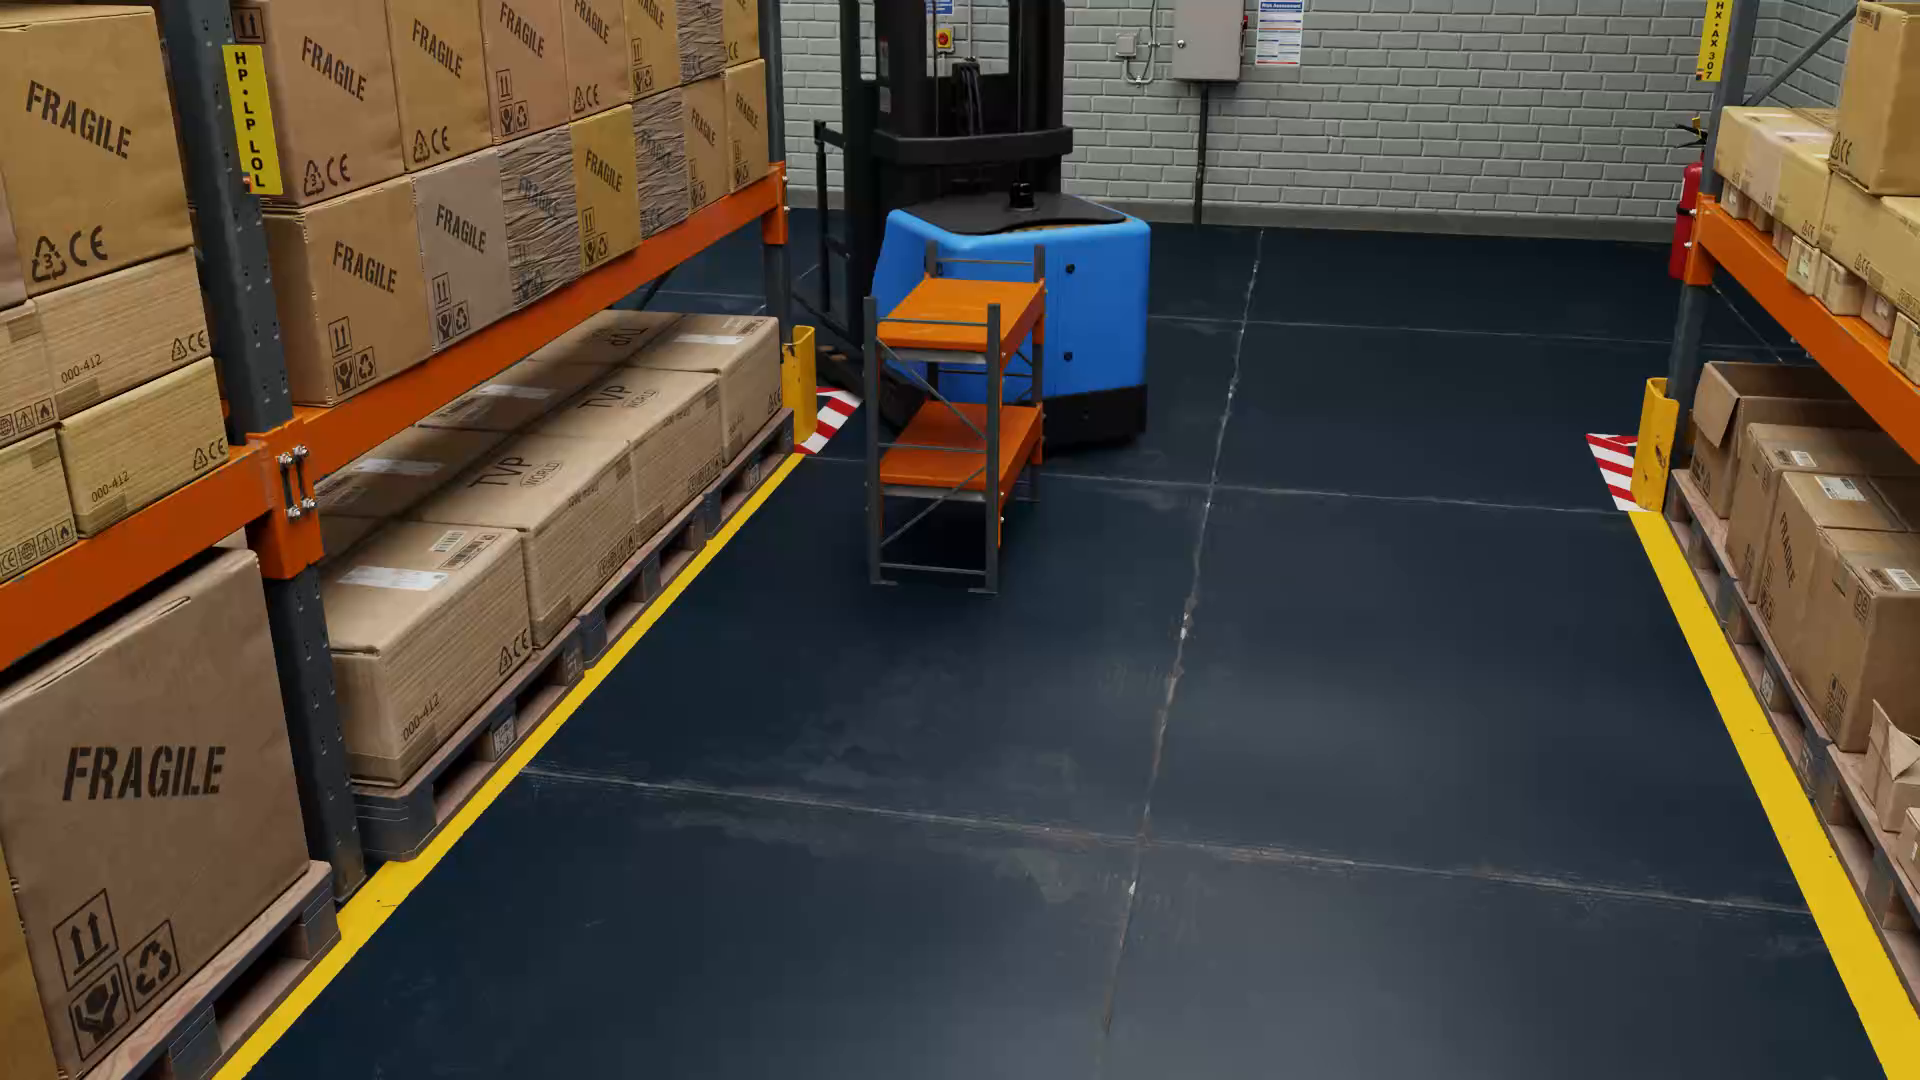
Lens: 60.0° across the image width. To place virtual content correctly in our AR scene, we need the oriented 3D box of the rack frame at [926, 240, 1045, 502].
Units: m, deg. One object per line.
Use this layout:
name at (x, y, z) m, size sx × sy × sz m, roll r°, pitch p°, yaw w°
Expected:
rack frame at (0.105, -0.710, 7.111) m, size 0.500 × 1.125 × 0.032 m, roll 4°, pitch 22°, yaw 11°

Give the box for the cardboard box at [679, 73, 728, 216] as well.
cardboard box at (-1.261, -1.607, 6.695) m, size 0.500 × 0.500 × 0.500 m, roll 4°, pitch 22°, yaw 10°

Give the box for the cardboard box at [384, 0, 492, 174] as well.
cardboard box at (-1.678, -1.327, 4.661) m, size 0.500 × 0.500 × 0.500 m, roll 4°, pitch 22°, yaw 10°

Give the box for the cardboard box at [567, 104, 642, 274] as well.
cardboard box at (-1.449, -1.228, 5.755) m, size 0.500 × 0.500 × 0.500 m, roll 5°, pitch 22°, yaw 13°

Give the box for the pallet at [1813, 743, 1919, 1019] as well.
pallet at (2.880, 0.943, 4.231) m, size 1.003 × 0.211 × 1.213 m, roll 4°, pitch 22°, yaw 11°

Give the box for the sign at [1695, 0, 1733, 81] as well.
sign at (3.024, -2.006, 6.659) m, size 0.100 × 0.325 × 0.005 m, roll 4°, pitch 22°, yaw 11°

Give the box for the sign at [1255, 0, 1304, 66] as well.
sign at (2.375, -3.784, 12.362) m, size 0.329 × 0.494 × 0.001 m, roll 4°, pitch 22°, yaw 11°

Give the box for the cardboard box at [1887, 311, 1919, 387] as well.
cardboard box at (2.723, -0.502, 4.422) m, size 0.380 × 0.149 × 0.250 m, roll 4°, pitch 22°, yaw 10°

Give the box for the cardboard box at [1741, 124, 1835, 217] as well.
cardboard box at (3.096, -1.301, 5.872) m, size 0.500 × 0.250 × 0.500 m, roll 5°, pitch 22°, yaw 11°

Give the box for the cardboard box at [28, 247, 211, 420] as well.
cardboard box at (-1.973, -0.459, 3.511) m, size 0.500 × 0.250 × 0.500 m, roll 4°, pitch 22°, yaw 11°

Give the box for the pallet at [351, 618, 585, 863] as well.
pallet at (-1.889, 0.545, 5.219) m, size 1.003 × 0.211 × 1.213 m, roll 4°, pitch 22°, yaw 11°

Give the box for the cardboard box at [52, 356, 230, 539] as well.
cardboard box at (-1.966, -0.224, 3.595) m, size 0.500 × 0.250 × 0.500 m, roll 4°, pitch 22°, yaw 10°

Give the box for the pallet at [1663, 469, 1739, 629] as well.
pallet at (3.378, 0.050, 6.446) m, size 1.003 × 0.211 × 1.213 m, roll 4°, pitch 22°, yaw 11°

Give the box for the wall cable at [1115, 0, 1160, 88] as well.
wall cable at (1.214, -4.371, 12.332) m, size 0.588 × 1.984 × 0.122 m, roll 4°, pitch 22°, yaw 11°

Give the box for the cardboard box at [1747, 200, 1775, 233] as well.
cardboard box at (3.213, -1.250, 6.279) m, size 0.380 × 0.149 × 0.250 m, roll 5°, pitch 22°, yaw 12°

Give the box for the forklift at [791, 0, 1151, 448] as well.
forklift at (-0.164, -2.247, 8.508) m, size 1.130 × 2.935 × 3.031 m, roll -9°, pitch 24°, yaw -22°

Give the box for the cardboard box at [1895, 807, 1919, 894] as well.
cardboard box at (2.565, 0.802, 4.102) m, size 0.380 × 0.149 × 0.250 m, roll 4°, pitch 22°, yaw 9°

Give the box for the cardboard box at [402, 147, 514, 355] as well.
cardboard box at (-1.662, -0.859, 4.836) m, size 0.500 × 0.500 × 0.500 m, roll 5°, pitch 22°, yaw 11°

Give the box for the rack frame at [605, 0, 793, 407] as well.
rack frame at (-1.305, -1.940, 7.655) m, size 1.000 × 3.000 × 0.127 m, roll 4°, pitch 22°, yaw 11°

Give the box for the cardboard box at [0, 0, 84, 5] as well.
cardboard box at (-2.295, -1.181, 4.298) m, size 0.500 × 0.500 × 0.500 m, roll 4°, pitch 22°, yaw 10°

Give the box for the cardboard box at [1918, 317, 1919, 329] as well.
cardboard box at (2.692, -0.557, 4.025) m, size 0.500 × 0.250 × 0.500 m, roll 5°, pitch 22°, yaw 11°

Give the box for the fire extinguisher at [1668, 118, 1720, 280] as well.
fire extinguisher at (3.133, -1.443, 7.024) m, size 0.296 × 0.674 × 0.183 m, roll 4°, pitch 22°, yaw 11°

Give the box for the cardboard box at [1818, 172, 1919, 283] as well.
cardboard box at (2.913, -0.927, 4.943) m, size 0.500 × 0.250 × 0.500 m, roll 4°, pitch 22°, yaw 10°

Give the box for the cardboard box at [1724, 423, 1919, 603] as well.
cardboard box at (3.125, -0.072, 5.801) m, size 0.700 × 0.500 × 0.500 m, roll 5°, pitch 23°, yaw 13°

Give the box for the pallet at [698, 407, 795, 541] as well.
pallet at (-1.391, -0.348, 7.435) m, size 1.003 × 0.211 × 1.213 m, roll 4°, pitch 22°, yaw 11°

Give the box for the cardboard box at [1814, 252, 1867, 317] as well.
cardboard box at (2.874, -0.782, 5.116) m, size 0.380 × 0.149 × 0.250 m, roll 5°, pitch 22°, yaw 12°

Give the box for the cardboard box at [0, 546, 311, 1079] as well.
cardboard box at (-2.169, 0.547, 3.763) m, size 0.875 × 0.875 × 0.875 m, roll 5°, pitch 23°, yaw 13°

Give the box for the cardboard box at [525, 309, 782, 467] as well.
cardboard box at (-1.342, -0.697, 7.437) m, size 0.875 × 0.438 × 0.875 m, roll 4°, pitch 22°, yaw 9°

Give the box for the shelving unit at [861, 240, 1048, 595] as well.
shelving unit at (0.001, -0.524, 6.650) m, size 0.538 × 1.125 × 1.048 m, roll 4°, pitch 22°, yaw 11°

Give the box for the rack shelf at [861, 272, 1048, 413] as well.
rack shelf at (0.001, -0.796, 6.540) m, size 0.538 × 0.278 × 1.000 m, roll 4°, pitch 22°, yaw 11°

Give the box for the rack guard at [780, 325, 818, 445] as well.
rack guard at (-1.300, -0.789, 8.144) m, size 1.175 × 0.500 × 0.348 m, roll 4°, pitch 22°, yaw 11°

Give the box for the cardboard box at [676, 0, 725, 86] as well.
cardboard box at (-1.248, -2.062, 6.486) m, size 0.500 × 0.500 × 0.500 m, roll 5°, pitch 22°, yaw 11°

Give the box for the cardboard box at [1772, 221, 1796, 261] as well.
cardboard box at (3.082, -1.064, 5.816) m, size 0.380 × 0.149 × 0.250 m, roll 5°, pitch 23°, yaw 13°

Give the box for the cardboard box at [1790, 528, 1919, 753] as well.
cardboard box at (2.913, 0.308, 4.858) m, size 0.700 × 0.500 × 0.500 m, roll 4°, pitch 22°, yaw 9°

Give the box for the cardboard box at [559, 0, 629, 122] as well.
cardboard box at (-1.457, -1.698, 5.581) m, size 0.500 × 0.500 × 0.500 m, roll 4°, pitch 22°, yaw 11°

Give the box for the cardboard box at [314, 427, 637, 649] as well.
cardboard box at (-1.706, -0.032, 5.786) m, size 0.875 × 0.438 × 0.875 m, roll 4°, pitch 22°, yaw 9°

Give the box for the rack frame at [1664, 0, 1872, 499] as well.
rack frame at (3.555, -1.563, 6.719) m, size 1.000 × 3.000 × 0.127 m, roll 4°, pitch 22°, yaw 11°

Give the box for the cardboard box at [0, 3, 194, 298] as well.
cardboard box at (-1.966, -0.805, 3.364) m, size 0.500 × 0.500 × 0.500 m, roll 5°, pitch 23°, yaw 13°

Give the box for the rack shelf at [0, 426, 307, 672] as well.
rack shelf at (-2.529, 0.588, 2.341) m, size 1.077 × 0.370 × 4.000 m, roll 4°, pitch 22°, yaw 11°
